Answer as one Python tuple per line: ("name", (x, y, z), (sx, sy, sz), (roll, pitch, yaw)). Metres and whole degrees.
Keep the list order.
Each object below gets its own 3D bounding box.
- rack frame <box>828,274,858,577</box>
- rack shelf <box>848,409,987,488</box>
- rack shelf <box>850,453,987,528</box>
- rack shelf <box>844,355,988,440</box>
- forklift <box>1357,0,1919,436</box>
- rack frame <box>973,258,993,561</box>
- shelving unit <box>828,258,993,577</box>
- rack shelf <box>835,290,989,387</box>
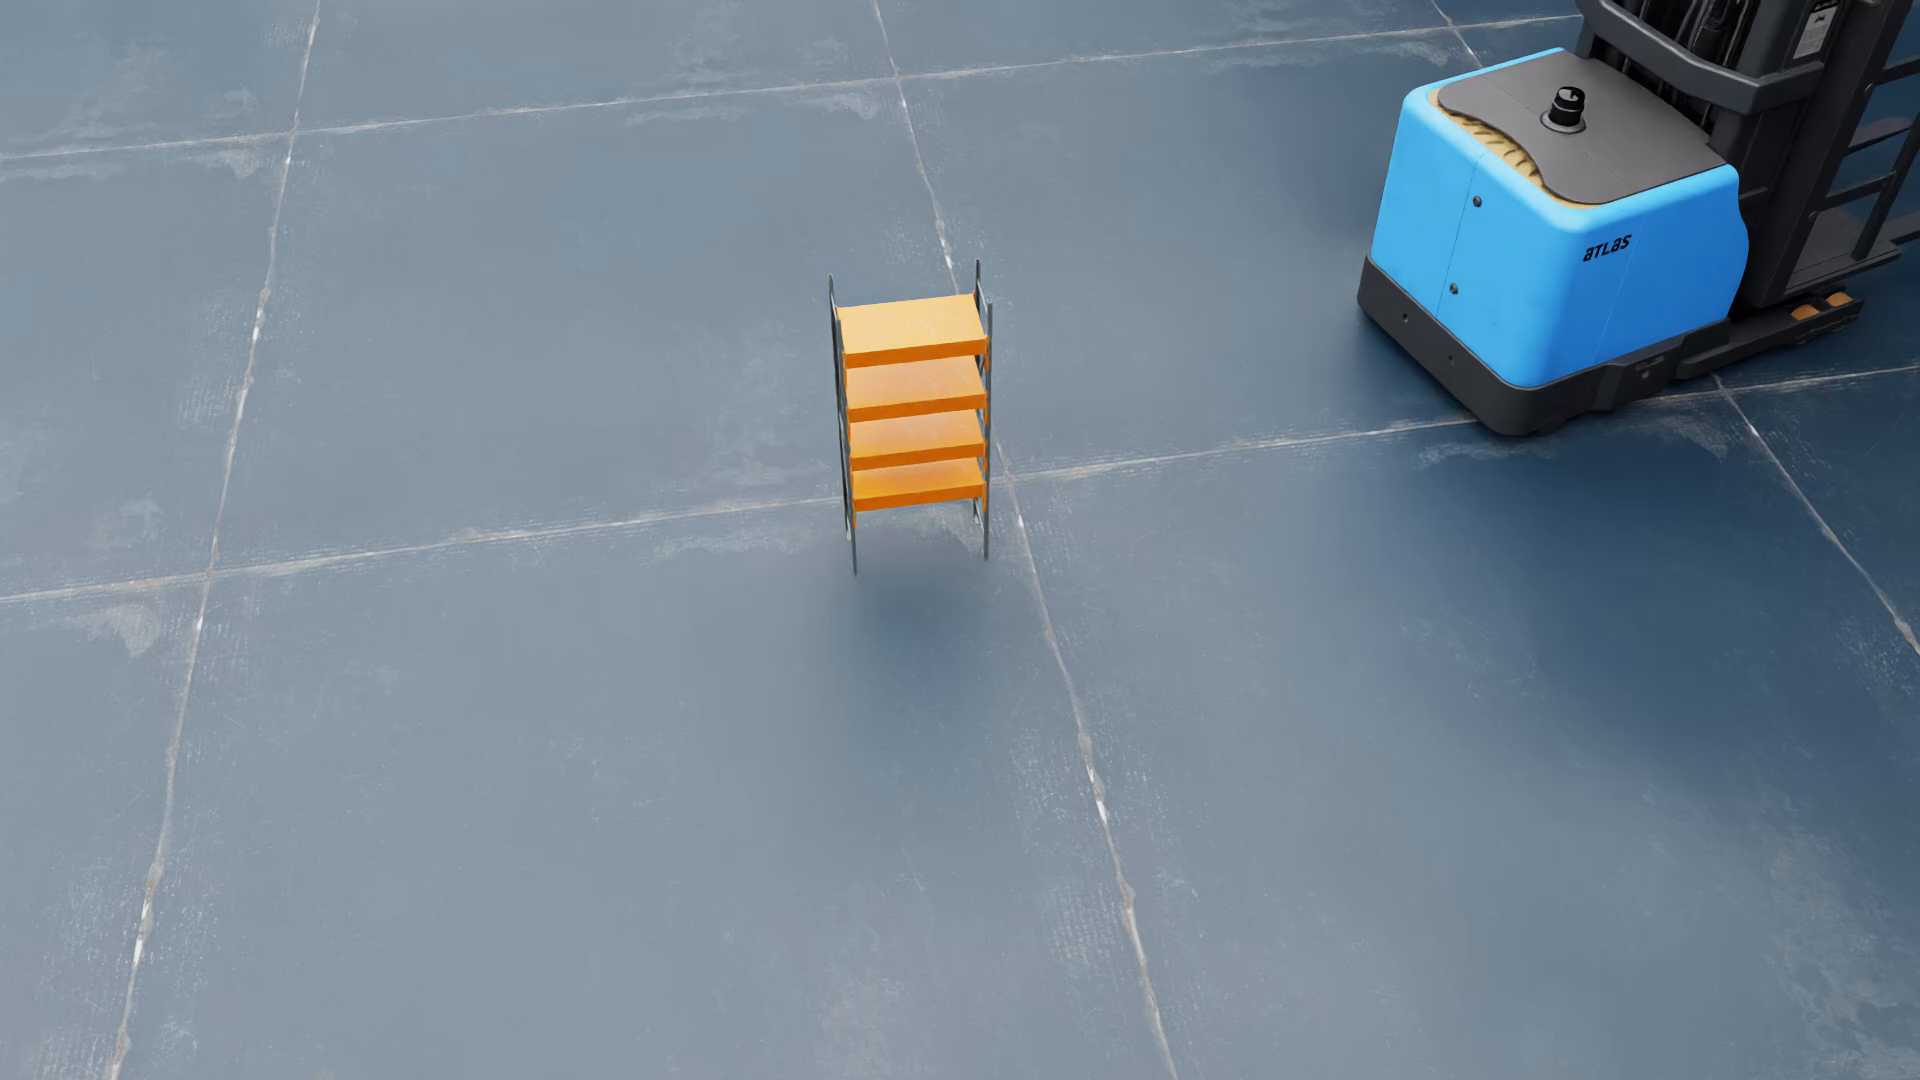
("rack frame", (-0.404, -0.366, 5.769), (0.015, 1.200, 0.240), (-7, 46, -7))
("rack shelf", (-0.163, -0.349, 5.847), (0.480, 0.148, 0.258), (-7, 46, -7))
("rack shelf", (-0.163, -0.212, 5.990), (0.480, 0.148, 0.258), (-7, 46, -7))
("rack shelf", (-0.163, -0.505, 5.686), (0.480, 0.148, 0.258), (-7, 46, -7))
("forklift", (3.259, -2.169, 6.304), (3.031, 2.935, 1.130), (-19, 49, -18))
("rack frame", (0.077, -0.426, 5.827), (0.015, 1.200, 0.240), (-7, 46, -7))
("shelving unit", (-0.163, -0.396, 5.798), (0.503, 1.200, 0.258), (-7, 46, -7))
("rack shelf", (-0.163, -0.669, 5.515), (0.480, 0.148, 0.258), (-7, 46, -7))
